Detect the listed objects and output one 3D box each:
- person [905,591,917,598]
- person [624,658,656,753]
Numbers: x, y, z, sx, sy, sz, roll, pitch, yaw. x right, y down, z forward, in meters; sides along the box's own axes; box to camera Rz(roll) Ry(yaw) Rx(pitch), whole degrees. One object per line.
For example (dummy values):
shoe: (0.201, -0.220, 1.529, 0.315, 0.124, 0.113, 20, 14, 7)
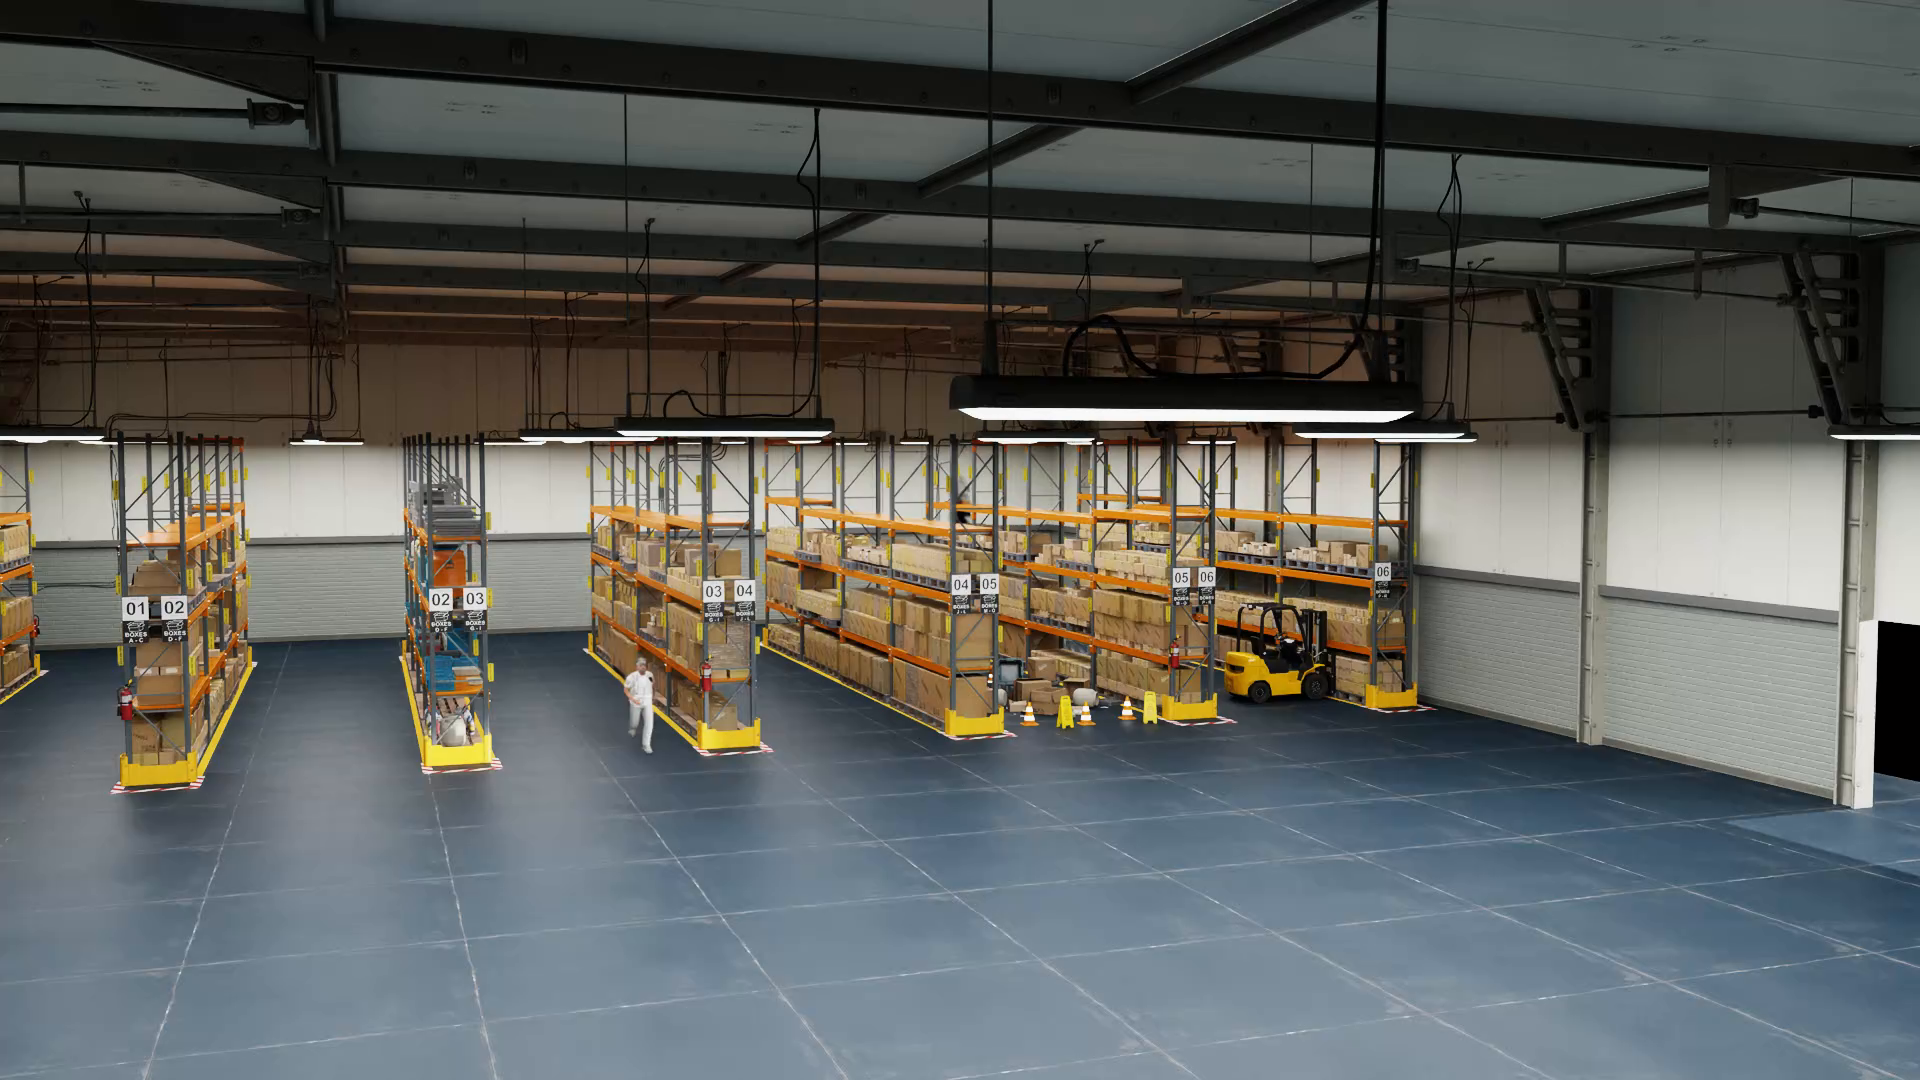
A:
person: (-1.503, 2.014, 51.231, 0.668, 1.777, 0.692, 0, 3, -5)
person: (-6.078, 3.119, 31.638, 0.641, 1.779, 1.035, -1, 3, -22)
